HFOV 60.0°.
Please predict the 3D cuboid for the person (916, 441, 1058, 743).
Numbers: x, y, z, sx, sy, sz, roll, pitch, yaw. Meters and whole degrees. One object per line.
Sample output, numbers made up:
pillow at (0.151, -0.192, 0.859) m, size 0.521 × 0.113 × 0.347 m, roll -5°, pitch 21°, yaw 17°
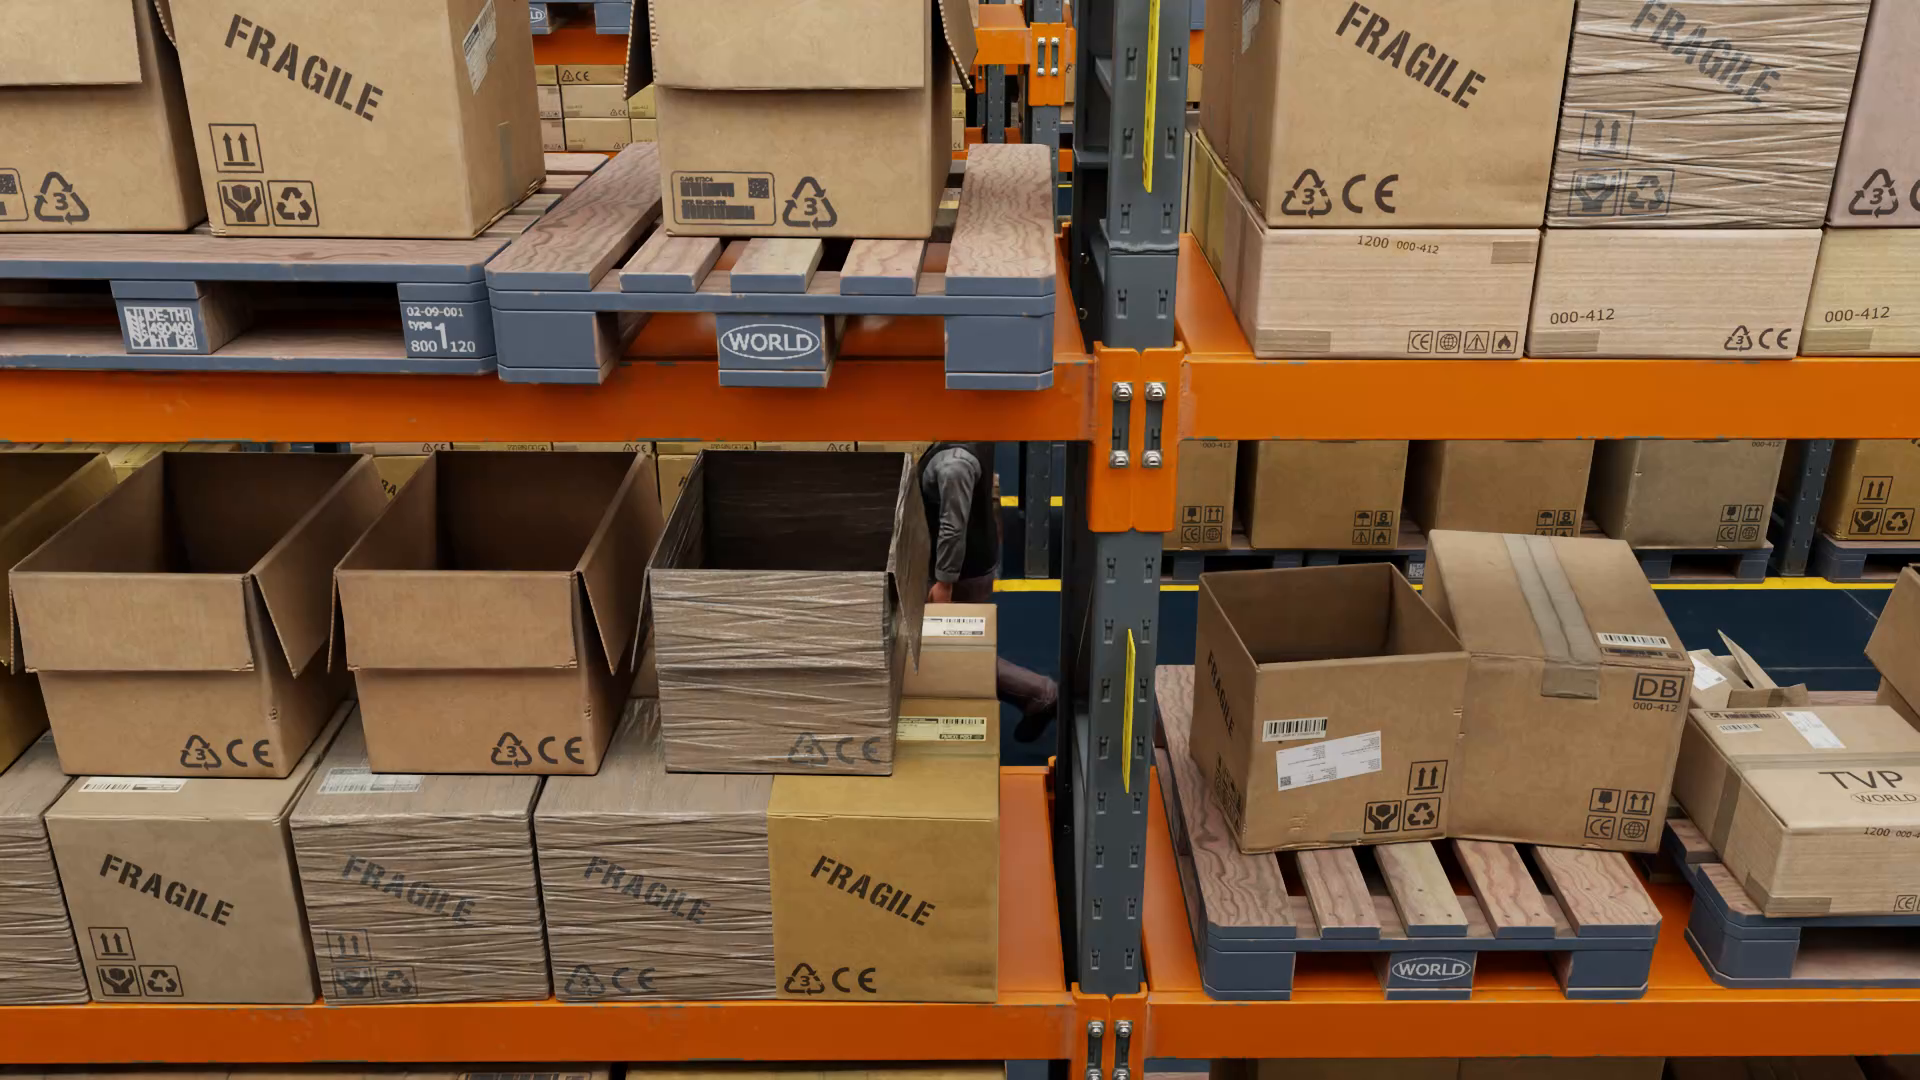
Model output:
person at (0.045, 0.114, 6.859) m, size 0.838 × 1.697 × 0.550 m, roll 2°, pitch 24°, yaw 4°
